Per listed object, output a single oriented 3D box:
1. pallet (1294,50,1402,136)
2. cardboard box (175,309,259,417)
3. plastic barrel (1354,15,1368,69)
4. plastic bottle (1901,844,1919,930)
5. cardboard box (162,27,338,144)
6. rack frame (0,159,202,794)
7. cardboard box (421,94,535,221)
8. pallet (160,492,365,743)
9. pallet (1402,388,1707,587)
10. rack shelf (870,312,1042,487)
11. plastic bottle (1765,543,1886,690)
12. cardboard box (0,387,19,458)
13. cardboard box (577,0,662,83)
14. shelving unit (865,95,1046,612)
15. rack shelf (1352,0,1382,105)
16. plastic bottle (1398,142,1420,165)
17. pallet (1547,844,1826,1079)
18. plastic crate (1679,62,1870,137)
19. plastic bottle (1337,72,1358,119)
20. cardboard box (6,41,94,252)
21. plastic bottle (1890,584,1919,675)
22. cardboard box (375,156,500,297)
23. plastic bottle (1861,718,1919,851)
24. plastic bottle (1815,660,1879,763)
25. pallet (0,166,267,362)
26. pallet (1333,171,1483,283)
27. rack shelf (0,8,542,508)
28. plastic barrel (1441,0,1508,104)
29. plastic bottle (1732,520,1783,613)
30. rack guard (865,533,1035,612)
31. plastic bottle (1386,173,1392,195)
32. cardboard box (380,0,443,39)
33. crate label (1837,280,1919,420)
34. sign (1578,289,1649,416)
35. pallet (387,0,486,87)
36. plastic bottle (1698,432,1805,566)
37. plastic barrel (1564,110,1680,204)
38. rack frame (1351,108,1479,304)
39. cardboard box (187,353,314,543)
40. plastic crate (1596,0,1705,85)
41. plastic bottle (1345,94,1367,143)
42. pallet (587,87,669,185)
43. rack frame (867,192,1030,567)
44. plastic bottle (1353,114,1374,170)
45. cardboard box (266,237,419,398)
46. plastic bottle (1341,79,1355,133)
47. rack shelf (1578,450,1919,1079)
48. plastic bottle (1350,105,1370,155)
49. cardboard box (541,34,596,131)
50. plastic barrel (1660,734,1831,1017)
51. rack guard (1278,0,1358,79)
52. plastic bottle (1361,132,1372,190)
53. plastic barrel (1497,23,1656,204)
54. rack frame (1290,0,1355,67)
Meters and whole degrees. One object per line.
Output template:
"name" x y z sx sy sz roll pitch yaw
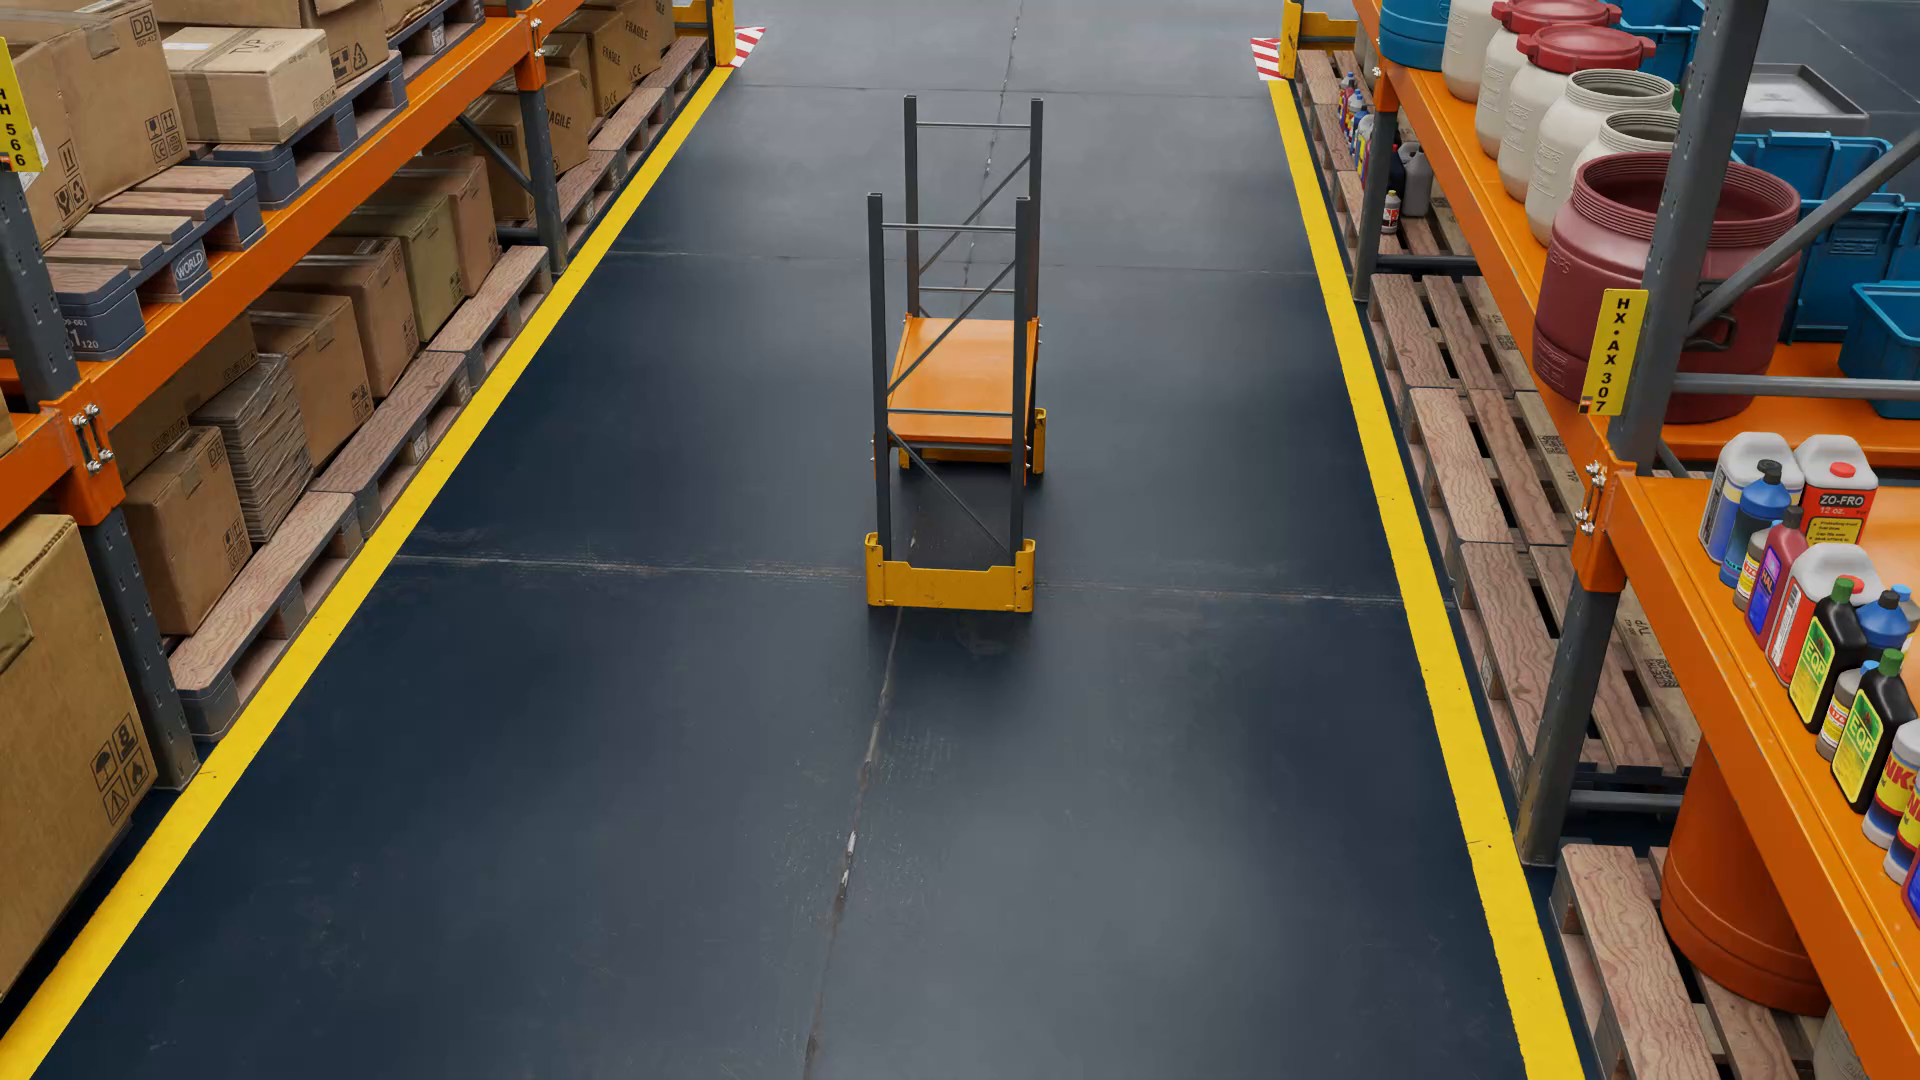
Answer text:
"pallet" 2.722 -2.884 10.729 1.003 0.211 1.213 2 32 4
"cardboard box" -2.777 -0.638 5.674 0.500 0.250 0.500 6 32 10
"plastic barrel" 2.776 -3.310 10.733 0.421 0.512 0.421 0 32 0
"plastic bottle" 1.605 0.510 2.675 0.061 0.283 0.133 2 32 4
"cardboard box" -2.469 -1.547 5.645 0.500 0.250 0.500 2 32 3
"rack frame" -2.835 -0.566 4.309 1.000 3.000 0.127 2 32 4
"cardboard box" -2.437 -1.980 8.586 0.500 0.500 0.500 2 32 2
"pallet" -2.770 0.213 5.704 1.003 0.211 1.213 2 32 4
"pallet" 2.305 -0.207 6.385 1.003 0.211 1.213 2 32 4
"rack shelf" 0.007 -0.530 6.023 0.538 0.185 1.000 2 32 4
"plastic bottle" 1.707 0.153 3.261 0.152 0.276 0.135 2 32 4
"cardboard box" -2.628 -0.340 3.847 0.500 0.500 0.500 3 32 5
"cardboard box" -2.266 -3.224 10.605 0.500 0.500 0.500 11 33 17
"shelving unit" 0.006 -0.678 5.921 0.587 1.500 1.083 2 32 4
"rack shelf" 2.590 -3.186 9.246 1.077 0.370 4.000 2 32 4
"plastic bottle" 2.358 -1.930 8.699 0.152 0.276 0.135 2 32 4
"pallet" 2.079 1.247 4.026 1.003 0.211 1.213 2 32 4
"plastic crate" 2.538 -1.214 5.299 0.402 0.464 0.583 2 32 4
"plastic bottle" 2.295 -2.629 9.838 0.097 0.271 0.097 0 32 0
"cardboard box" -2.831 -1.071 4.634 0.500 0.500 0.500 -1 32 -2
"plastic bottle" 1.832 0.180 3.288 0.097 0.201 0.097 0 32 0
"cardboard box" -2.581 -1.461 7.724 0.700 0.500 0.500 0 32 0
"plastic bottle" 1.640 0.405 2.857 0.097 0.271 0.097 0 32 0
"plastic bottle" 1.659 0.314 3.071 0.097 0.201 0.097 0 32 0
"pallet" -2.883 -0.861 4.972 1.213 0.211 1.003 2 32 4
"pallet" 2.524 -1.608 8.659 1.003 0.211 1.213 2 32 4
"rack shelf" -2.672 -1.306 6.195 1.077 0.370 4.000 2 32 4
"plastic barrel" 2.131 -2.013 6.528 0.433 0.535 0.433 0 32 0
"plastic bottle" 1.700 0.053 3.494 0.097 0.201 0.097 0 32 0
"rack guard" -0.034 0.114 5.827 0.587 0.250 0.087 2 32 4
"plastic bottle" 2.138 -1.743 8.388 0.061 0.283 0.133 4 32 6
"cardboard box" -2.713 -2.682 6.771 1.000 1.000 1.000 3 32 4
"crate label" 2.510 -0.487 4.341 0.303 0.233 0.416 2 32 4
"sign" 1.553 -0.444 3.955 0.100 0.325 0.005 2 32 4
"pallet" -2.716 -2.182 7.115 1.003 0.211 1.213 2 32 4
"plastic bottle" 1.744 -0.089 3.654 0.152 0.276 0.135 2 32 4
"plastic barrel" 1.973 -0.949 4.824 0.421 0.512 0.421 0 32 0
"rack frame" 2.427 -2.446 7.360 1.000 3.000 0.127 2 32 4
"cardboard box" -2.768 -0.331 5.891 0.700 0.500 0.500 0 32 0
"plastic crate" 2.648 -1.849 6.407 0.392 0.384 0.575 2 32 4
"plastic bottle" 2.259 -2.397 9.462 0.097 0.271 0.097 0 32 0
"pallet" -2.393 -2.463 10.045 1.003 0.211 1.213 2 32 4
"rack frame" -0.034 -0.417 5.498 0.500 1.500 0.032 2 32 4
"plastic bottle" 2.252 -2.177 9.100 0.152 0.276 0.135 3 32 5
"cardboard box" -2.683 -0.919 6.846 0.700 0.500 0.500 0 32 0
"plastic bottle" 2.258 -2.516 9.644 0.061 0.283 0.133 3 32 5
"rack shelf" 1.939 0.998 2.458 1.077 0.370 4.000 2 32 4
"plastic bottle" 2.242 -2.291 9.290 0.097 0.271 0.097 0 32 0
"cardboard box" -2.425 -2.607 9.604 0.500 0.500 0.500 0 32 0
"plastic barrel" 2.079 0.647 4.009 0.600 0.830 0.708 2 32 4
"rack guard" 2.794 -3.432 11.342 1.175 0.500 0.348 2 32 4
"plastic bottle" 2.180 -2.013 8.828 0.061 0.283 0.133 5 32 7
"plastic barrel" 2.036 -1.403 5.538 0.433 0.535 0.433 0 32 0
"rack frame" 2.753 -4.538 10.754 1.000 3.000 0.127 2 32 4
